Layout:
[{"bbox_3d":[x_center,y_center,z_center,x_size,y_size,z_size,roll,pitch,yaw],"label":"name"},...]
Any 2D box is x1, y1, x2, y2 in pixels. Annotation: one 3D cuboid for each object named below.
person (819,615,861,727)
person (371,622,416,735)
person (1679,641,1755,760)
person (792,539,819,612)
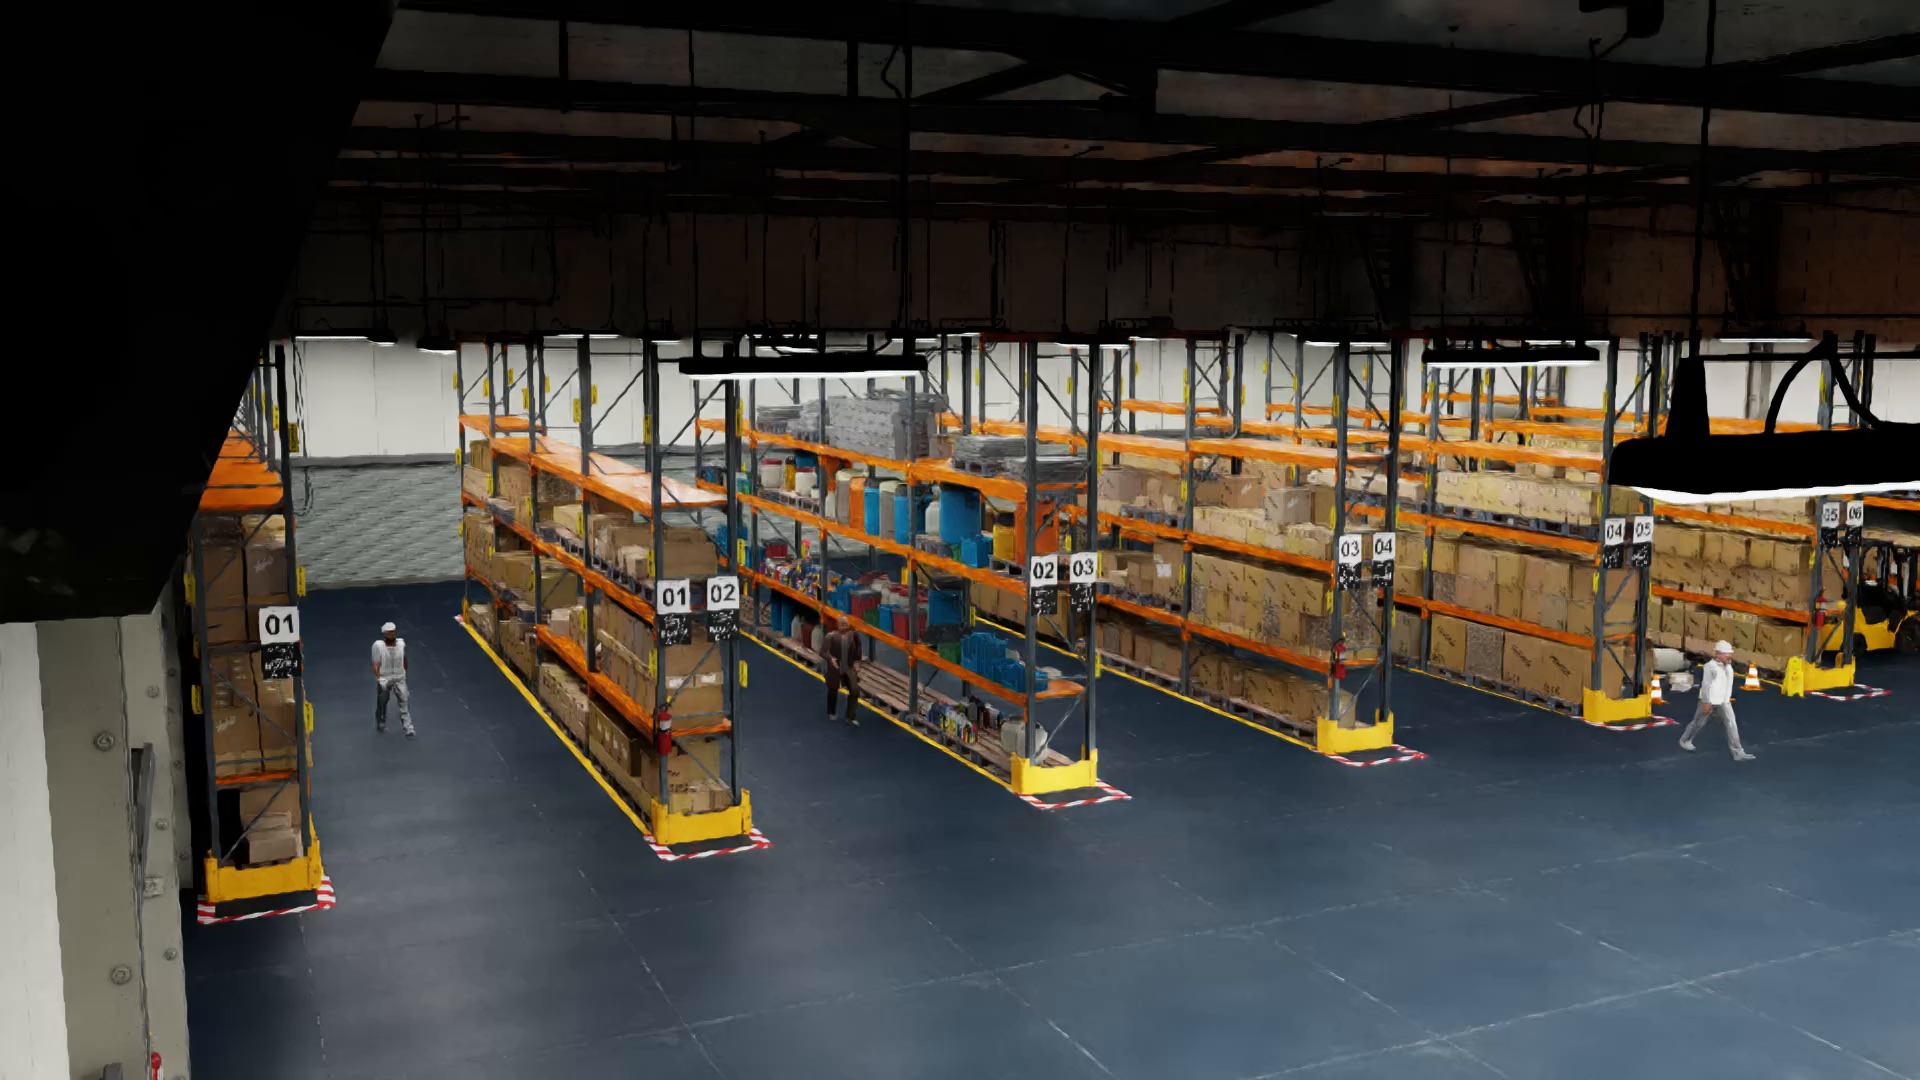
[{"bbox_3d":[-1.834,2.005,25.834,0.736,1.716,0.902,-3,8,-19],"label":"person"},{"bbox_3d":[-8.606,2.084,25.153,0.554,1.724,1.029,-5,9,-32],"label":"person"},{"bbox_3d":[10.847,2.275,23.842,0.543,1.700,1.115,-3,8,-22],"label":"person"},{"bbox_3d":[-3.245,0.833,34.476,0.967,1.746,0.590,7,10,42],"label":"person"}]
